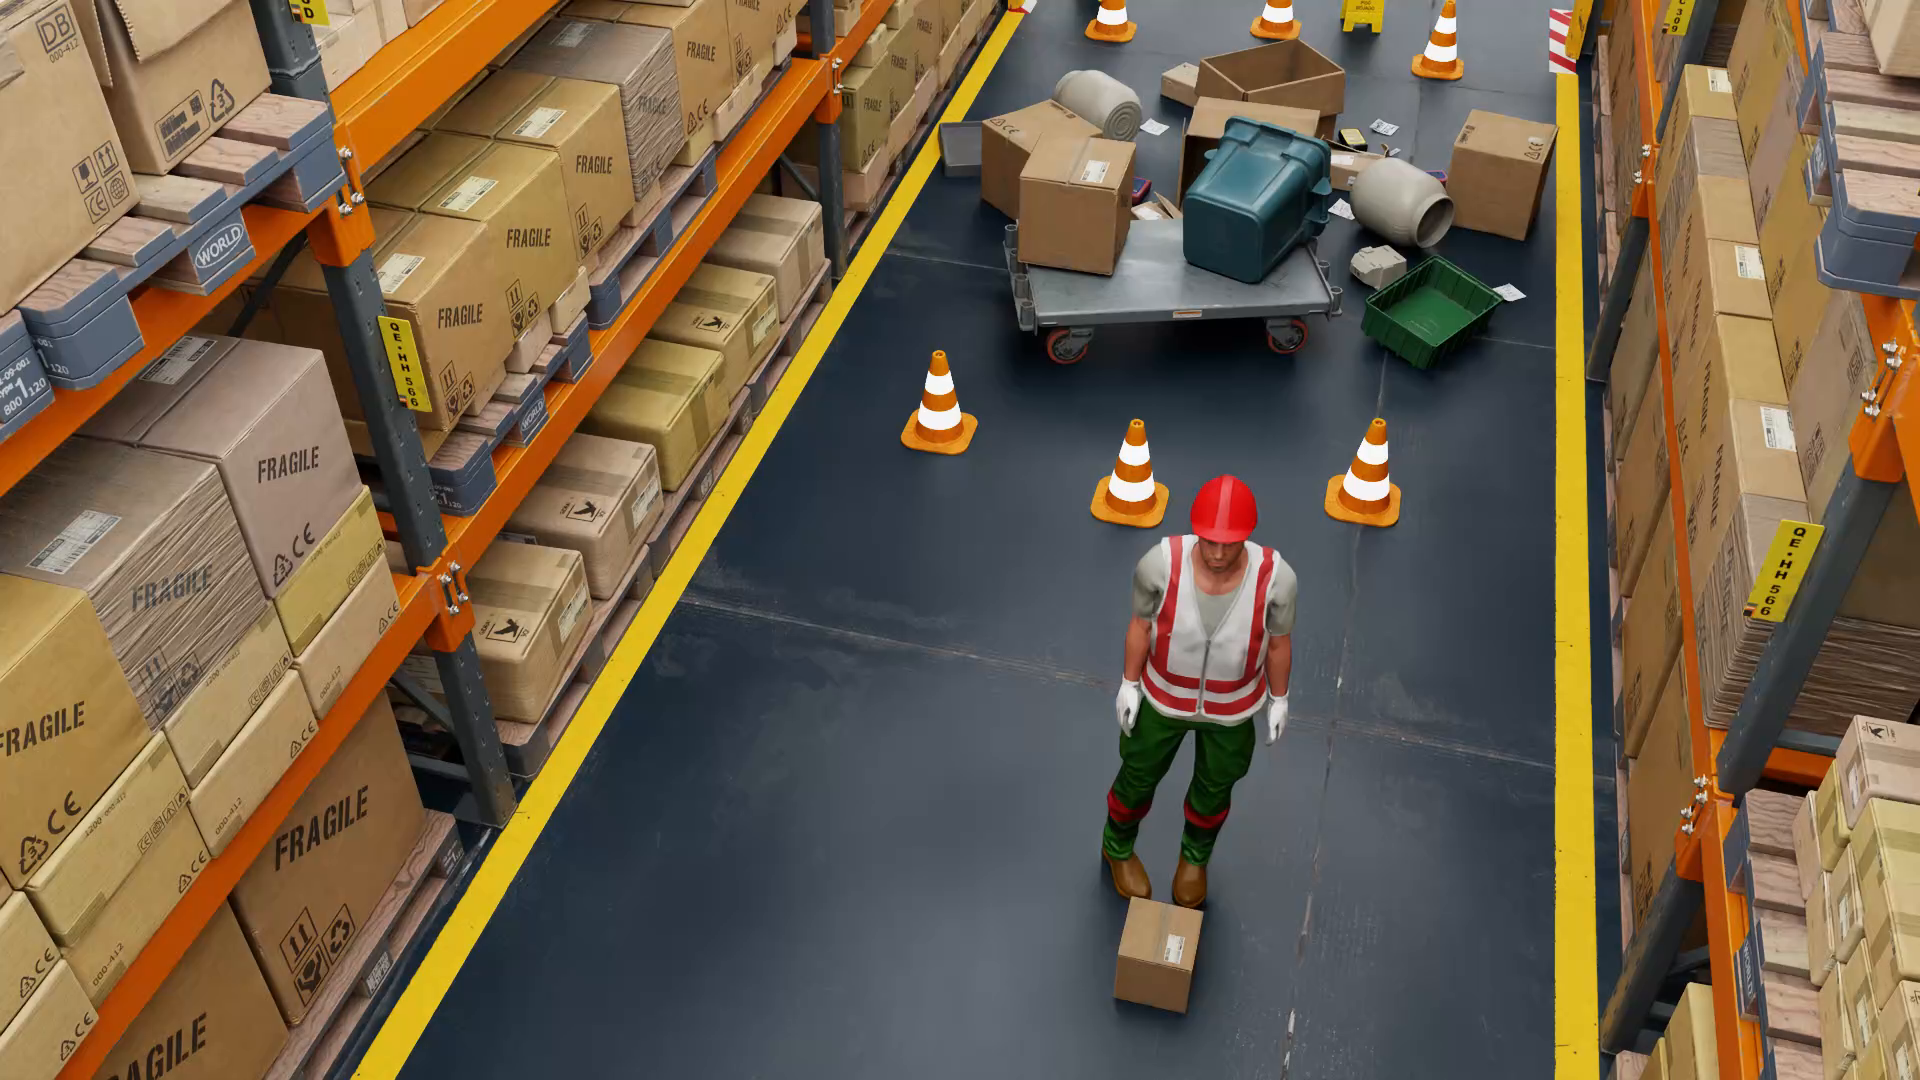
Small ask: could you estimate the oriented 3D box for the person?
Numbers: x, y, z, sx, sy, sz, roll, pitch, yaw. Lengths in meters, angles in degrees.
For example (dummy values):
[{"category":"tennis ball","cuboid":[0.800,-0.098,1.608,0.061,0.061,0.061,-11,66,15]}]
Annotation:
[{"category":"person","cuboid":[0.802,0.630,5.585,0.578,1.552,0.370,6,41,7]}]
